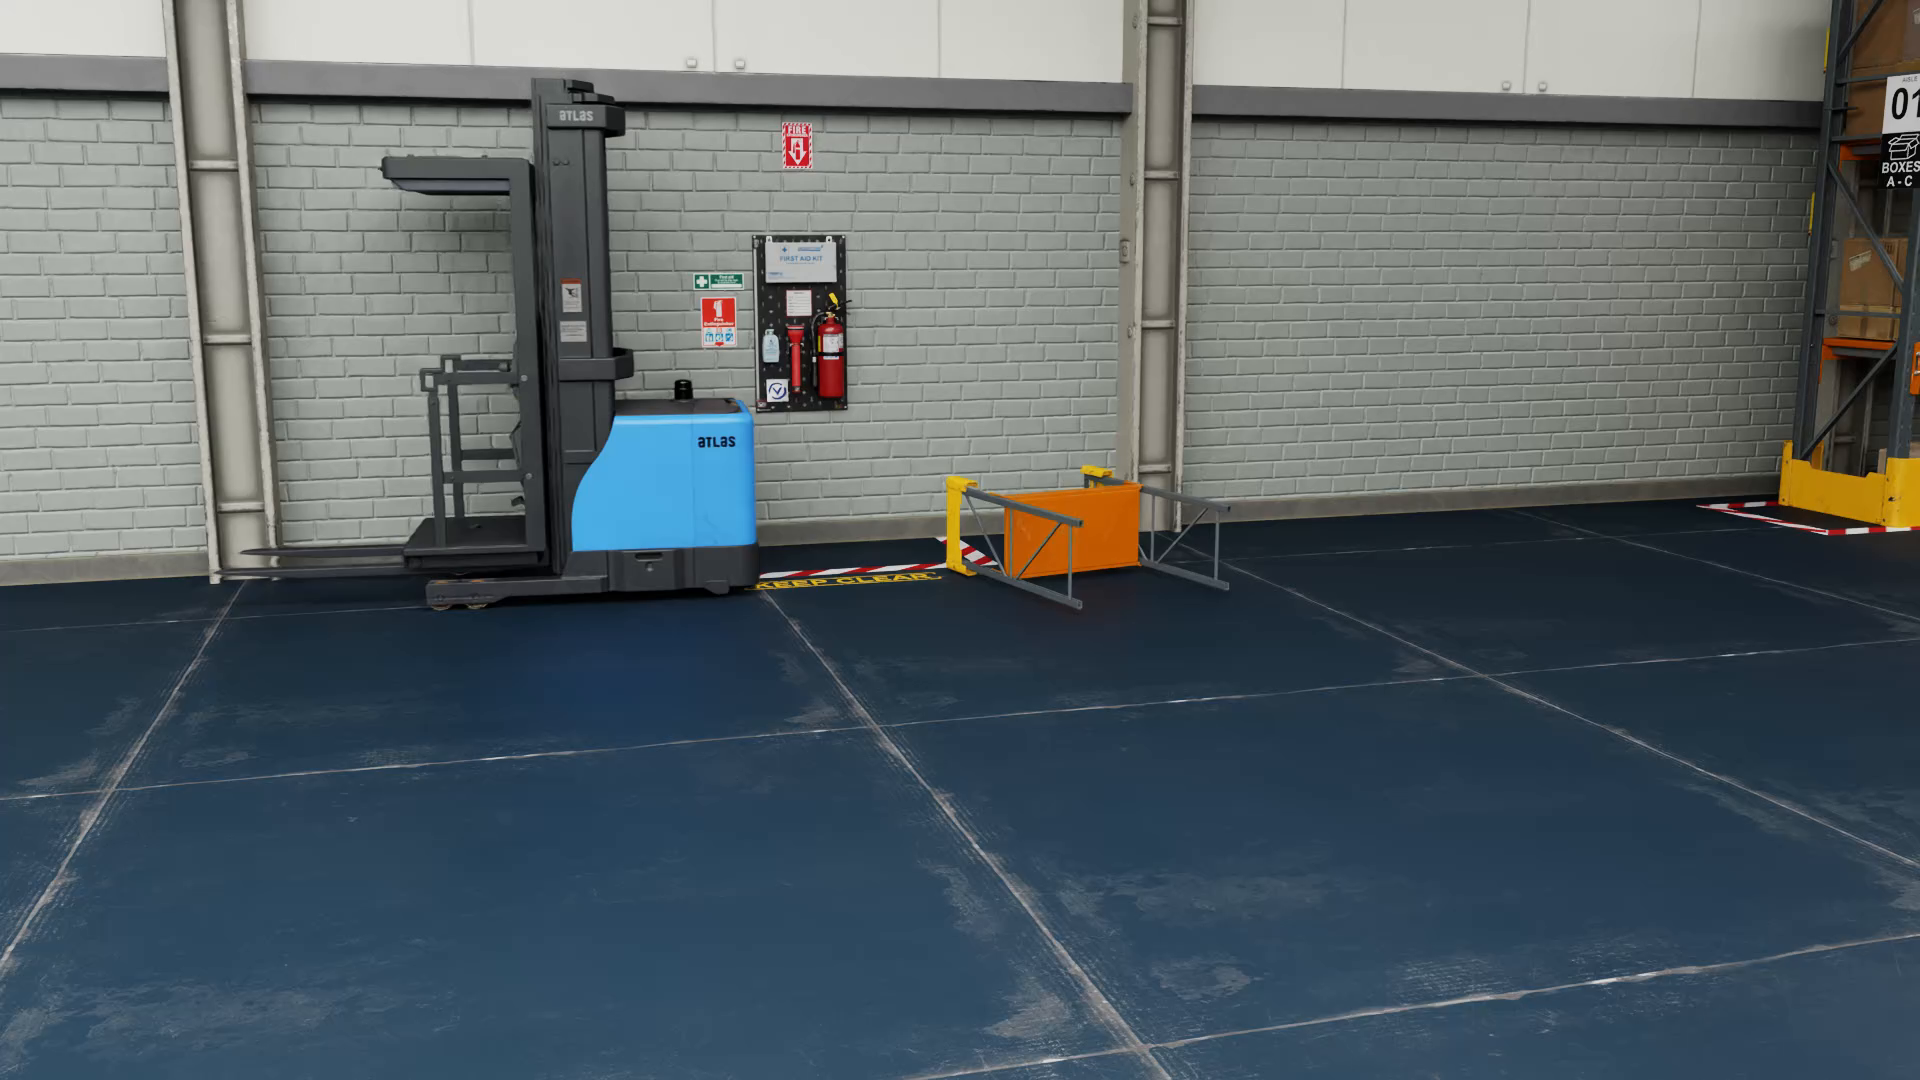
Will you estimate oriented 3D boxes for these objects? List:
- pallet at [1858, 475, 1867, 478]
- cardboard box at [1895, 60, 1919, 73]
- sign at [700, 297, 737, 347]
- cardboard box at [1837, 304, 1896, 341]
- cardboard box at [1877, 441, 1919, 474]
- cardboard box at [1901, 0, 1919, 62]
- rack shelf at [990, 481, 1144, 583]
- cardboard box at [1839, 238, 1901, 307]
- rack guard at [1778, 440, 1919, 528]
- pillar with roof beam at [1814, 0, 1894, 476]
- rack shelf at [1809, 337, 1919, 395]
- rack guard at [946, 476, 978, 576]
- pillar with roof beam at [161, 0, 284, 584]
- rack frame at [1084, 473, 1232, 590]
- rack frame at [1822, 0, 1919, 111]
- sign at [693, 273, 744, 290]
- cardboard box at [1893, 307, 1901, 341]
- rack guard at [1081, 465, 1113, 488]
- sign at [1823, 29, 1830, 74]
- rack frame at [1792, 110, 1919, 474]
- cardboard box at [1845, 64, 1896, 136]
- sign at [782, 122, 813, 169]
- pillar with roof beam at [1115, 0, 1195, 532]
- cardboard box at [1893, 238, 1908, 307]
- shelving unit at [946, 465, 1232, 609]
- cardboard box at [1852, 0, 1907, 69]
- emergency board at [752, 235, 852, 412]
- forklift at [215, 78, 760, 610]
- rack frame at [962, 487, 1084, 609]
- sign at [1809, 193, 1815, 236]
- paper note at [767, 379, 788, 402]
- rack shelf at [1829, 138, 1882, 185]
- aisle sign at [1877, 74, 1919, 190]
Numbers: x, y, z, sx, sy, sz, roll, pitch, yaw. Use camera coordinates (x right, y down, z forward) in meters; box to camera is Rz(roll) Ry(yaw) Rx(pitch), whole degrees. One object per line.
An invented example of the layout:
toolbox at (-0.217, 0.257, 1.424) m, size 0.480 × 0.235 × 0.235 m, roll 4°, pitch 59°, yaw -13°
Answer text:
pallet at (7.544, -0.336, 12.786) m, size 1.213 × 0.211 × 1.003 m, roll -3°, pitch 11°, yaw -16°
cardboard box at (7.072, -3.176, 11.897) m, size 0.500 × 0.500 × 0.500 m, roll -3°, pitch 11°, yaw -14°
sign at (-1.592, -1.439, 10.982) m, size 0.234 × 0.329 × 0.001 m, roll -3°, pitch 11°, yaw -16°
cardboard box at (7.076, -1.662, 12.646) m, size 0.500 × 0.250 × 0.500 m, roll -3°, pitch 11°, yaw -15°
cardboard box at (7.371, -0.582, 12.632) m, size 0.500 × 0.311 × 0.500 m, roll -4°, pitch 11°, yaw -22°
cardboard box at (7.119, -3.671, 11.827) m, size 0.500 × 0.500 × 0.500 m, roll -4°, pitch 11°, yaw -20°
rack shelf at (0.656, -0.060, 10.179) m, size 1.000 × 0.538 × 0.185 m, roll -6°, pitch 12°, yaw -28°
cardboard box at (7.074, -2.034, 12.597) m, size 0.500 × 0.500 × 0.500 m, roll -3°, pitch 11°, yaw -17°
rack guard at (6.754, -0.443, 12.570) m, size 0.348 × 0.500 × 1.175 m, roll -3°, pitch 11°, yaw -16°
pillar with roof beam at (8.315, -4.056, 8.724) m, size 0.400 × 9.000 × 9.100 m, roll -3°, pitch 11°, yaw -16°
rack shelf at (8.601, -1.416, 12.938) m, size 4.000 × 0.370 × 1.077 m, roll -3°, pitch 11°, yaw -16°
rack guard at (0.013, -0.090, 10.329) m, size 0.087 × 0.587 × 0.250 m, roll -6°, pitch 12°, yaw -28°
pillar with roof beam at (-3.207, -3.449, 5.425) m, size 0.400 × 9.000 × 9.100 m, roll -3°, pitch 11°, yaw -16°
rack frame at (1.188, -0.076, 10.267) m, size 0.032 × 0.500 × 1.500 m, roll -6°, pitch 12°, yaw -28°
rack frame at (6.681, -4.619, 11.780) m, size 0.127 × 3.000 × 1.000 m, roll -3°, pitch 11°, yaw -16°
sign at (-1.586, -1.699, 10.927) m, size 0.331 × 0.109 × 0.001 m, roll -3°, pitch 11°, yaw -16°
cardboard box at (7.238, -1.574, 12.169) m, size 0.500 × 0.250 × 0.500 m, roll -3°, pitch 11°, yaw -18°
rack guard at (0.884, -0.178, 10.803) m, size 0.087 × 0.587 × 0.250 m, roll -6°, pitch 12°, yaw -28°
sign at (6.545, -3.676, 12.501) m, size 0.005 × 0.325 × 0.100 m, roll -3°, pitch 11°, yaw -16°
rack frame at (6.681, -1.668, 12.323) m, size 0.127 × 3.000 × 1.000 m, roll -3°, pitch 11°, yaw -16°
cardboard box at (7.011, -3.268, 12.394) m, size 0.500 × 0.500 × 0.500 m, roll -2°, pitch 11°, yaw -12°
sign at (-1.068, -2.589, 10.922) m, size 0.199 × 0.298 × 0.001 m, roll -3°, pitch 11°, yaw -16°
pillar with roof beam at (2.554, -3.752, 7.075) m, size 0.400 × 9.000 × 9.100 m, roll -3°, pitch 11°, yaw -16°
cardboard box at (7.224, -1.945, 12.114) m, size 0.500 × 0.500 × 0.500 m, roll -3°, pitch 11°, yaw -16°
shelving unit at (0.751, -0.032, 10.029) m, size 1.083 × 0.587 × 1.500 m, roll -6°, pitch 12°, yaw -28°
cardboard box at (7.022, -3.761, 12.316) m, size 0.500 × 0.500 × 0.500 m, roll -3°, pitch 11°, yaw -13°
emergency board at (-1.033, -1.432, 11.040) m, size 0.643 × 1.169 × 0.194 m, roll -3°, pitch 11°, yaw -16°
forklift at (-2.749, -1.147, 9.683) m, size 3.031 × 2.935 × 1.130 m, roll -2°, pitch 11°, yaw -11°
rack frame at (0.299, 0.014, 9.782) m, size 0.032 × 0.500 × 1.500 m, roll -6°, pitch 12°, yaw -28°
sign at (6.545, -2.491, 12.719) m, size 0.005 × 0.325 × 0.100 m, roll -3°, pitch 11°, yaw -16°
paper note at (-1.222, -1.002, 11.136) m, size 0.142 × 0.148 × 0.016 m, roll -3°, pitch 11°, yaw -16°
rack shelf at (8.601, -2.891, 12.666) m, size 4.000 × 0.370 × 1.077 m, roll -3°, pitch 11°, yaw -16°
aisle sign at (6.696, -2.891, 11.785) m, size 0.004 × 0.787 × 0.394 m, roll -3°, pitch 11°, yaw -16°
